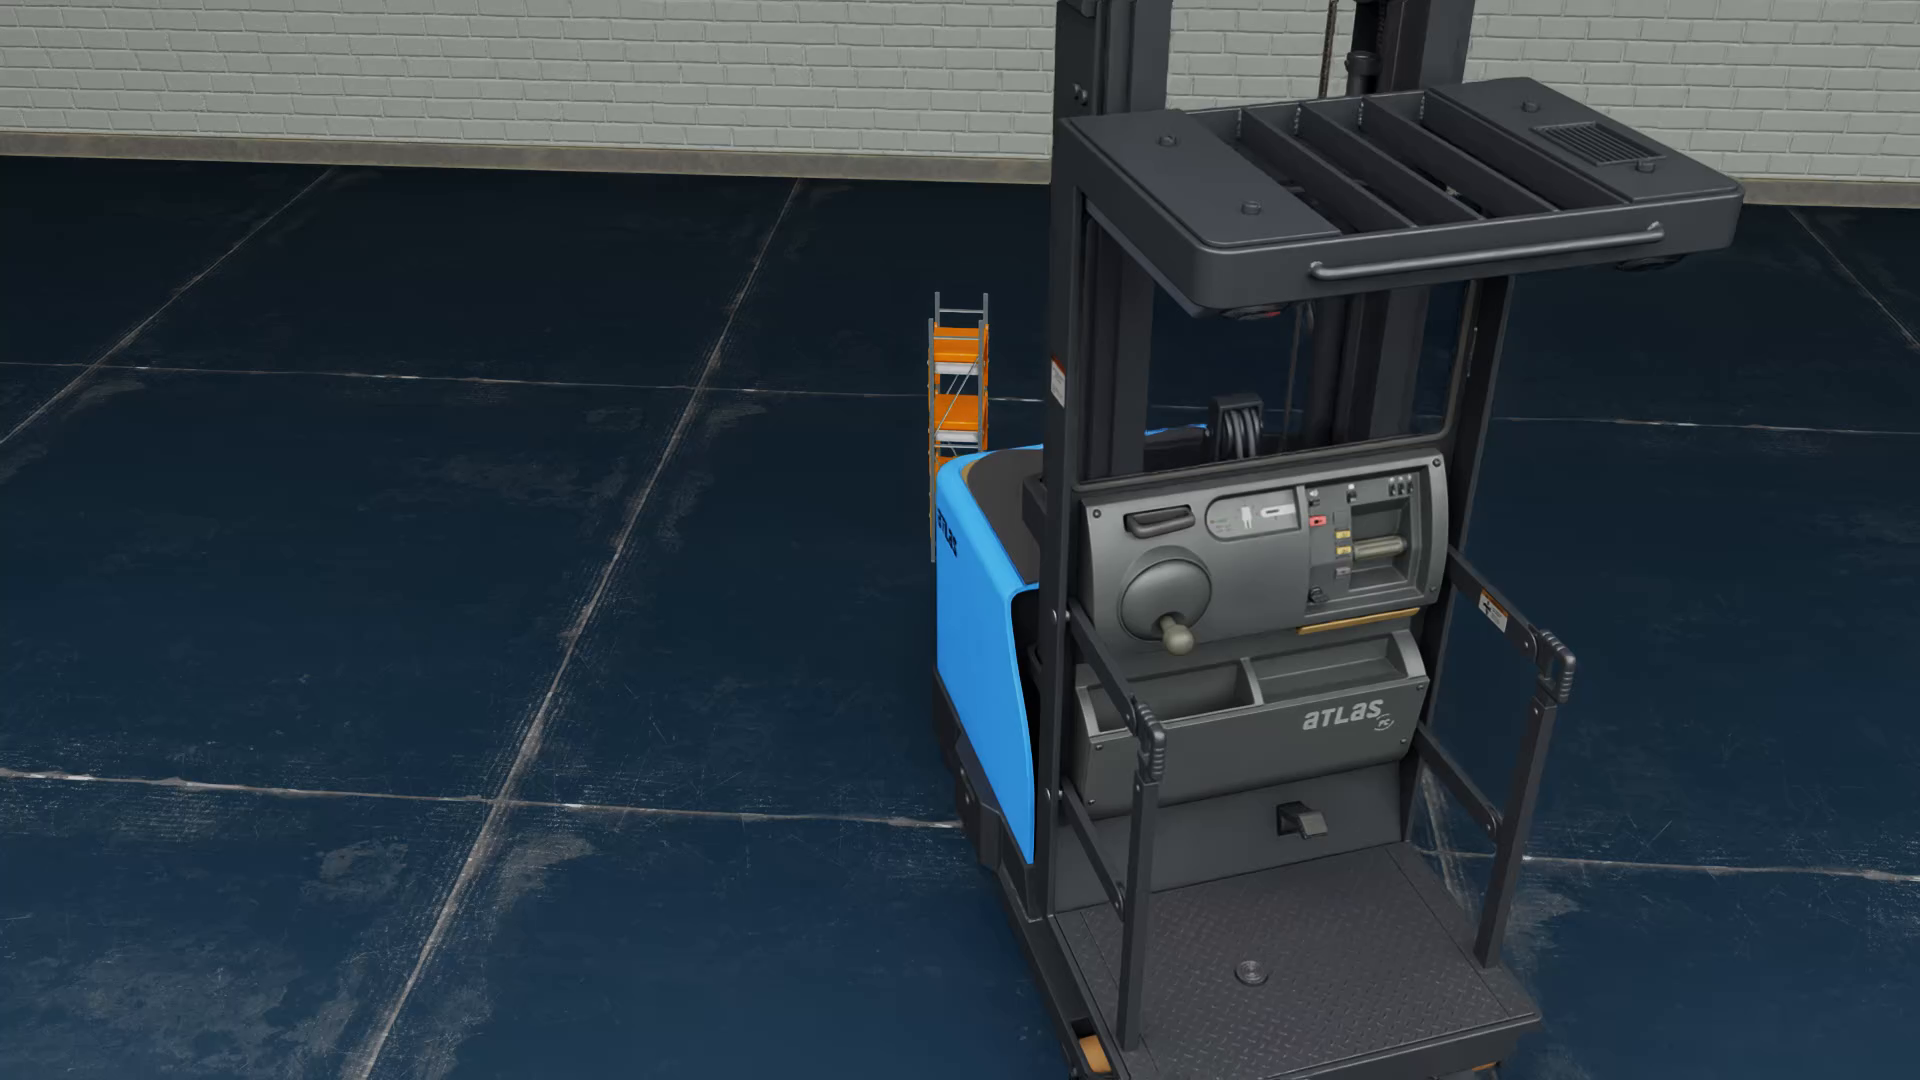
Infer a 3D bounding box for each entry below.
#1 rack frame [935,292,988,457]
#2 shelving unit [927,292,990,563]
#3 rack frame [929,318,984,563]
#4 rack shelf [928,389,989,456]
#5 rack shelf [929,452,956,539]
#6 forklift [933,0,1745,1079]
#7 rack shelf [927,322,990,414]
[{"bbox_3d":[0.006,-0.483,6.533,0.200,1.050,0.008,2,32,4],"label":"rack frame"},{"bbox_3d":[-0.004,-0.419,6.429,0.215,1.050,0.252,2,32,4],"label":"shelving unit"},{"bbox_3d":[-0.014,-0.355,6.326,0.200,1.050,0.008,2,32,4],"label":"rack frame"},{"bbox_3d":[-0.004,-0.410,6.435,0.215,0.259,0.240,2,32,4],"label":"rack shelf"},{"bbox_3d":[-0.004,-0.173,6.581,0.215,0.259,0.240,2,32,4],"label":"rack shelf"},{"bbox_3d":[0.808,0.084,3.820,1.130,2.935,3.031,-9,33,-14],"label":"forklift"},{"bbox_3d":[-0.004,-0.652,6.286,0.215,0.259,0.240,2,32,4],"label":"rack shelf"}]
